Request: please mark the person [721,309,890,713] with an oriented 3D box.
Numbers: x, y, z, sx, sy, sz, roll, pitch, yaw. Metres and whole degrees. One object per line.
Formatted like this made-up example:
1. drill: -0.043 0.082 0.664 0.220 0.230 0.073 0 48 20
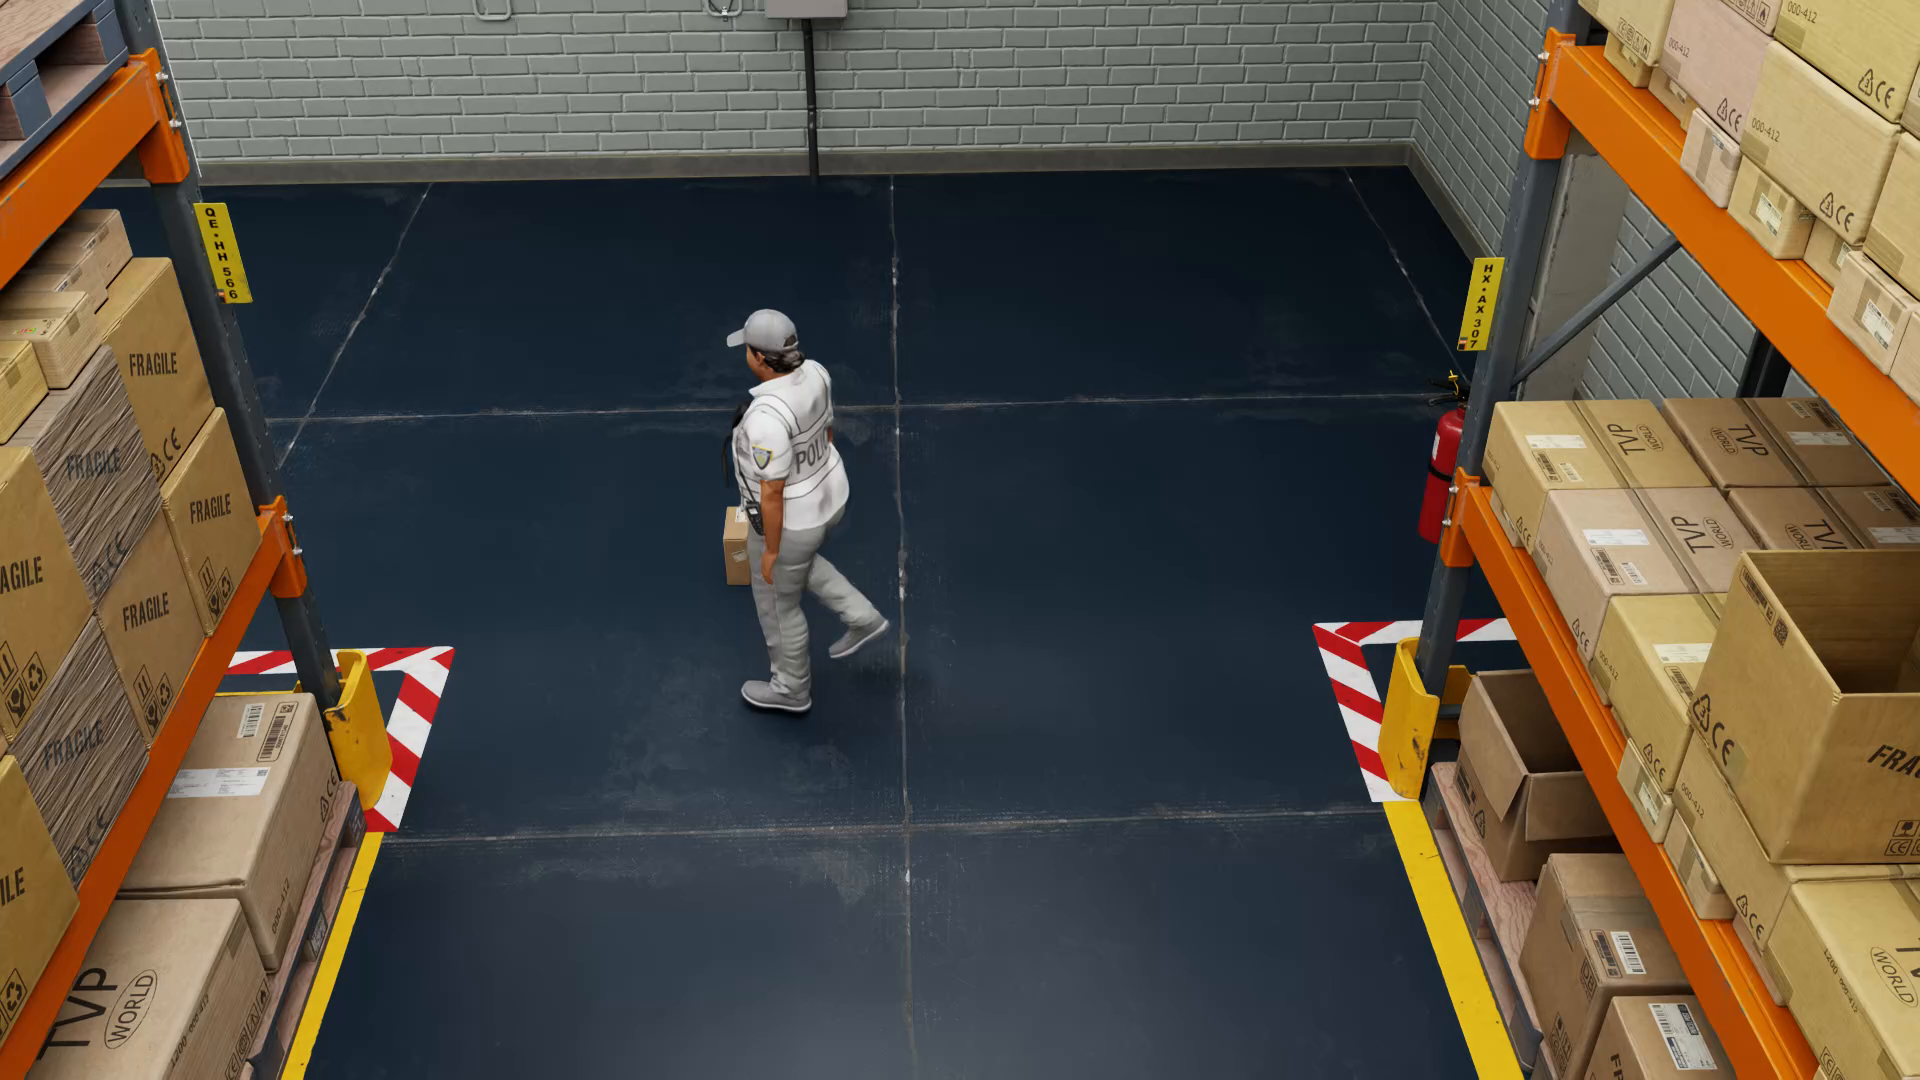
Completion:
1. person: -0.595 -0.089 6.241 0.524 1.661 0.533 13 38 18
